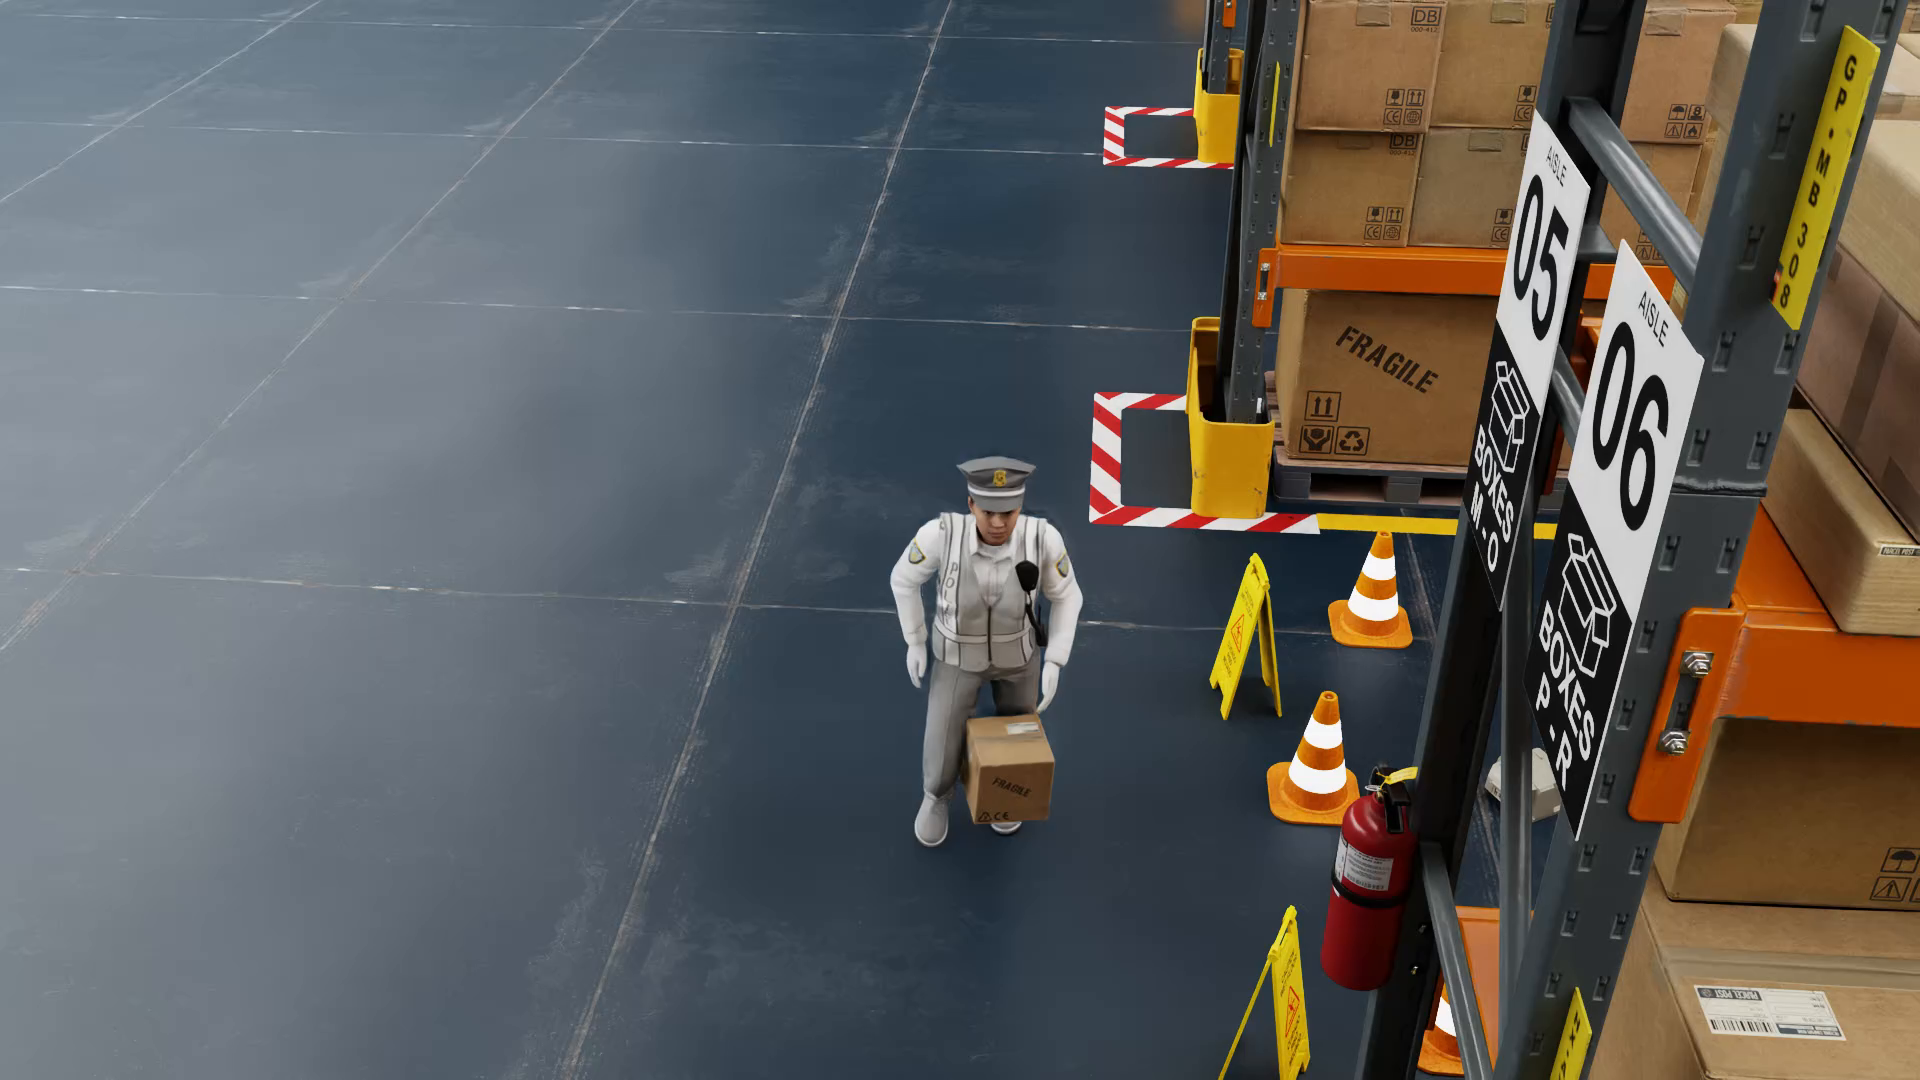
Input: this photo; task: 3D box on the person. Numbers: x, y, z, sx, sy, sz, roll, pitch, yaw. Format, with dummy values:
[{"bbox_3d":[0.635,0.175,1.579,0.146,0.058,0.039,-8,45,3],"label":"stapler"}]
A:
[{"bbox_3d":[0.090,0.390,5.545,0.624,1.628,0.572,-3,32,-4],"label":"person"}]
